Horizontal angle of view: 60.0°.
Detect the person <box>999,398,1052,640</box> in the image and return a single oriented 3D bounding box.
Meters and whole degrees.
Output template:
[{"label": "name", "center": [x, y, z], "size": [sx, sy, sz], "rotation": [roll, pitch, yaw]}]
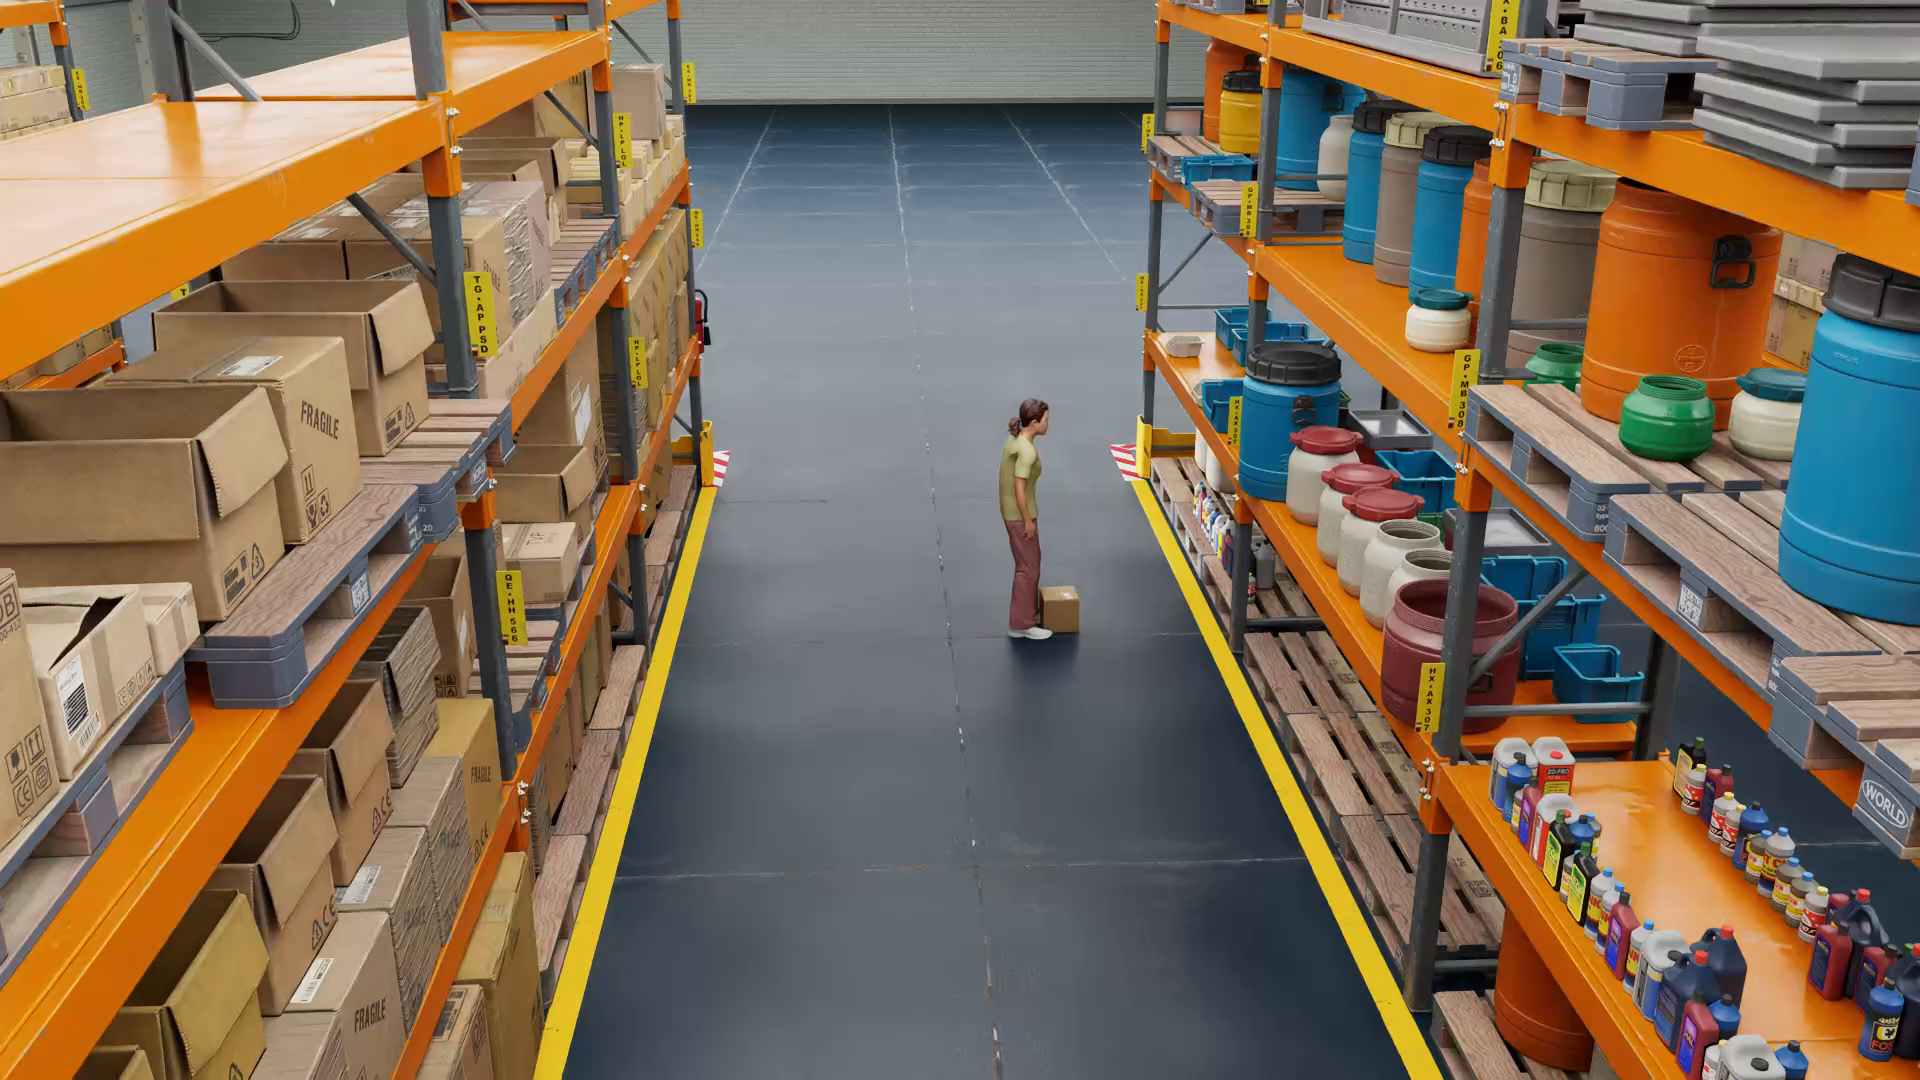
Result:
[{"label": "person", "center": [0.478, -0.166, 11.525], "size": [0.416, 1.671, 0.506], "rotation": [-2, 21, -6]}]
